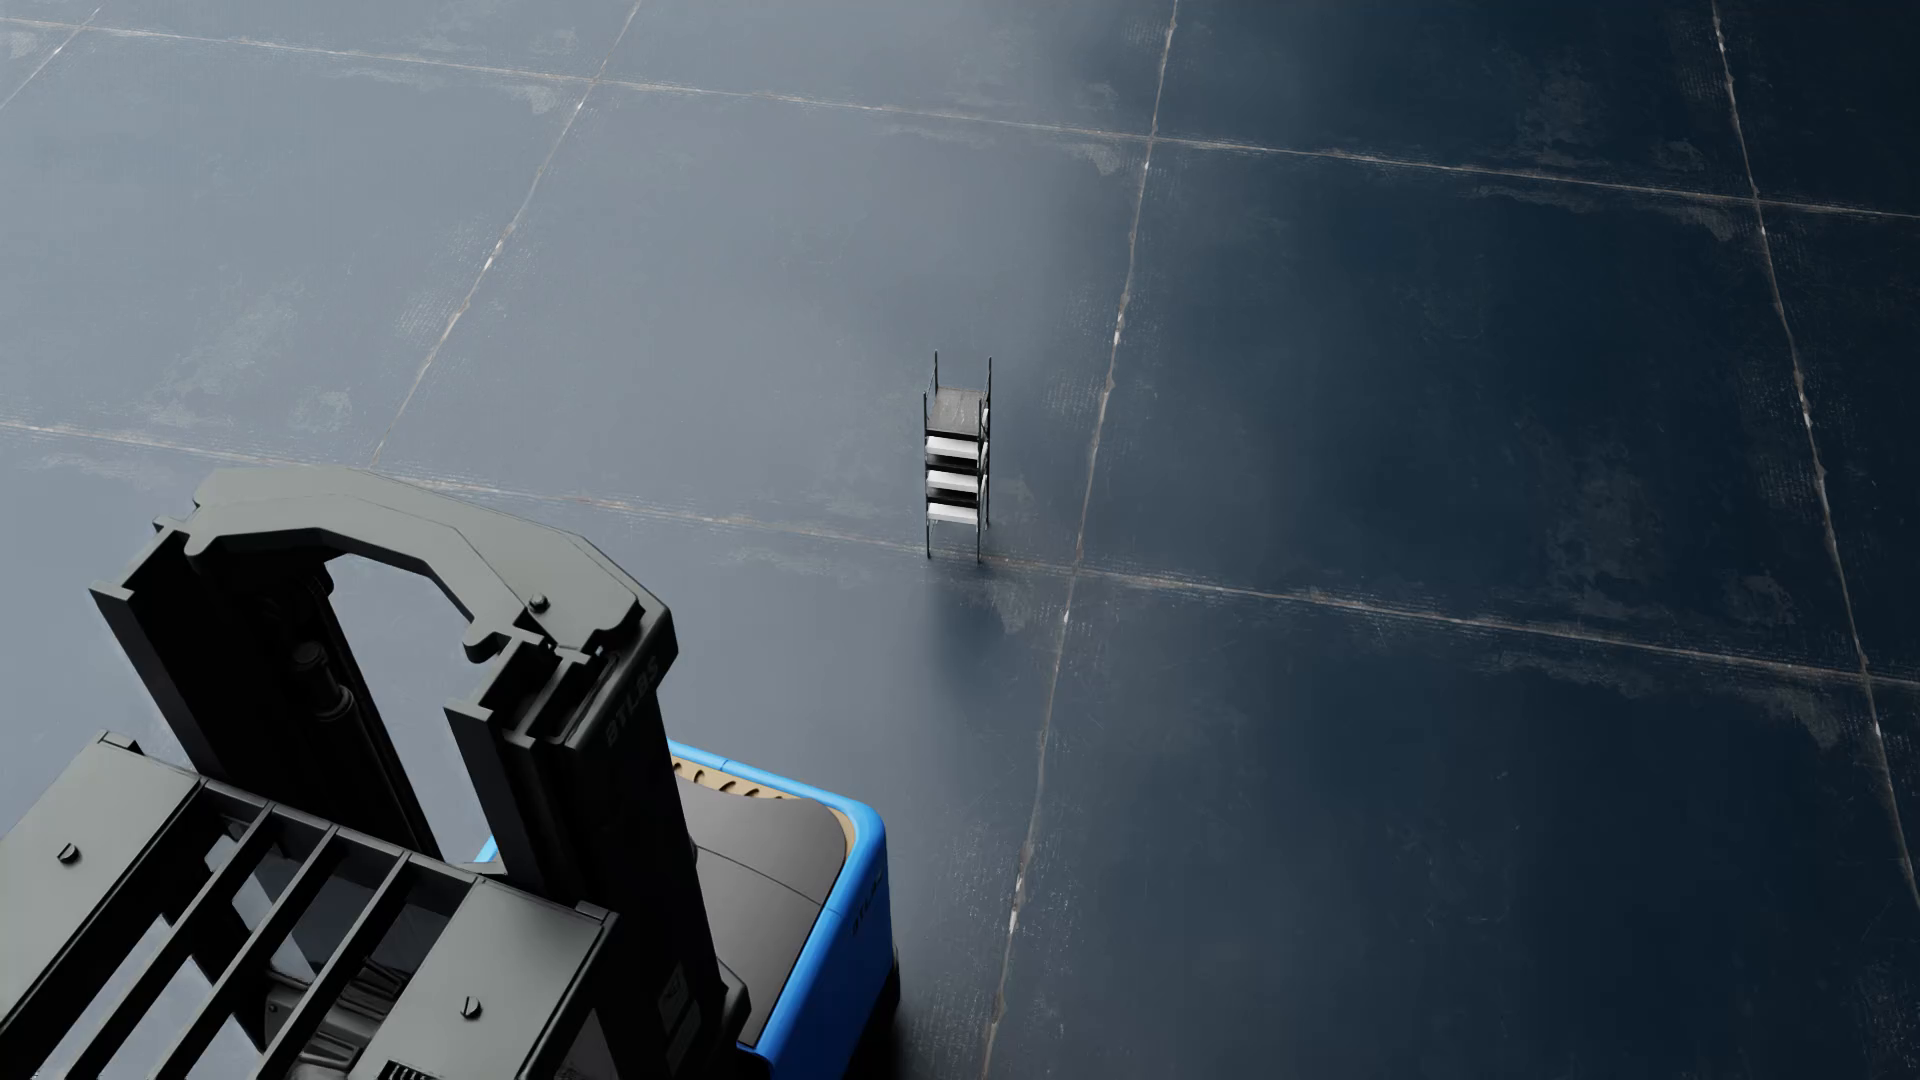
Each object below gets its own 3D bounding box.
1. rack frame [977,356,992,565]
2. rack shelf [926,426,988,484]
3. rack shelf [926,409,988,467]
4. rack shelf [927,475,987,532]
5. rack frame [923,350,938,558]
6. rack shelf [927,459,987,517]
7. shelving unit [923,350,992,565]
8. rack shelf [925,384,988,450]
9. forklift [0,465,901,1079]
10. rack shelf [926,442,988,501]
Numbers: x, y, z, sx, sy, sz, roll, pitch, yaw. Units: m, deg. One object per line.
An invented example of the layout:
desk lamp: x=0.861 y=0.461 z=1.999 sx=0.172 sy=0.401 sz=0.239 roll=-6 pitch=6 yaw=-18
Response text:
rack frame: x=0.092 y=-0.288 z=6.376 sx=0.006 sy=0.900 sz=0.240 roll=8 pitch=49 yaw=7
rack shelf: x=-0.008 y=-0.340 z=6.346 sx=0.200 sy=0.077 sz=0.258 roll=8 pitch=49 yaw=7
rack shelf: x=-0.008 y=-0.400 z=6.279 sx=0.200 sy=0.077 sz=0.258 roll=8 pitch=49 yaw=7
rack shelf: x=-0.008 y=-0.159 z=6.547 sx=0.200 sy=0.077 sz=0.258 roll=8 pitch=49 yaw=7
rack frame: x=-0.108 y=-0.315 z=6.400 sx=0.006 sy=0.900 sz=0.240 roll=8 pitch=49 yaw=7
rack shelf: x=-0.008 y=-0.219 z=6.480 sx=0.200 sy=0.077 sz=0.258 roll=8 pitch=49 yaw=7
shelving unit: x=-0.008 y=-0.302 z=6.388 sx=0.210 sy=0.900 sz=0.258 roll=8 pitch=49 yaw=7
rack shelf: x=-0.008 y=-0.460 z=6.212 sx=0.200 sy=0.077 sz=0.258 roll=8 pitch=49 yaw=7
forklift: x=-1.188 y=1.388 z=3.505 sx=1.130 sy=2.935 sz=3.031 roll=16 pitch=50 yaw=14
rack shelf: x=-0.008 y=-0.280 z=6.413 sx=0.200 sy=0.077 sz=0.258 roll=8 pitch=49 yaw=7
